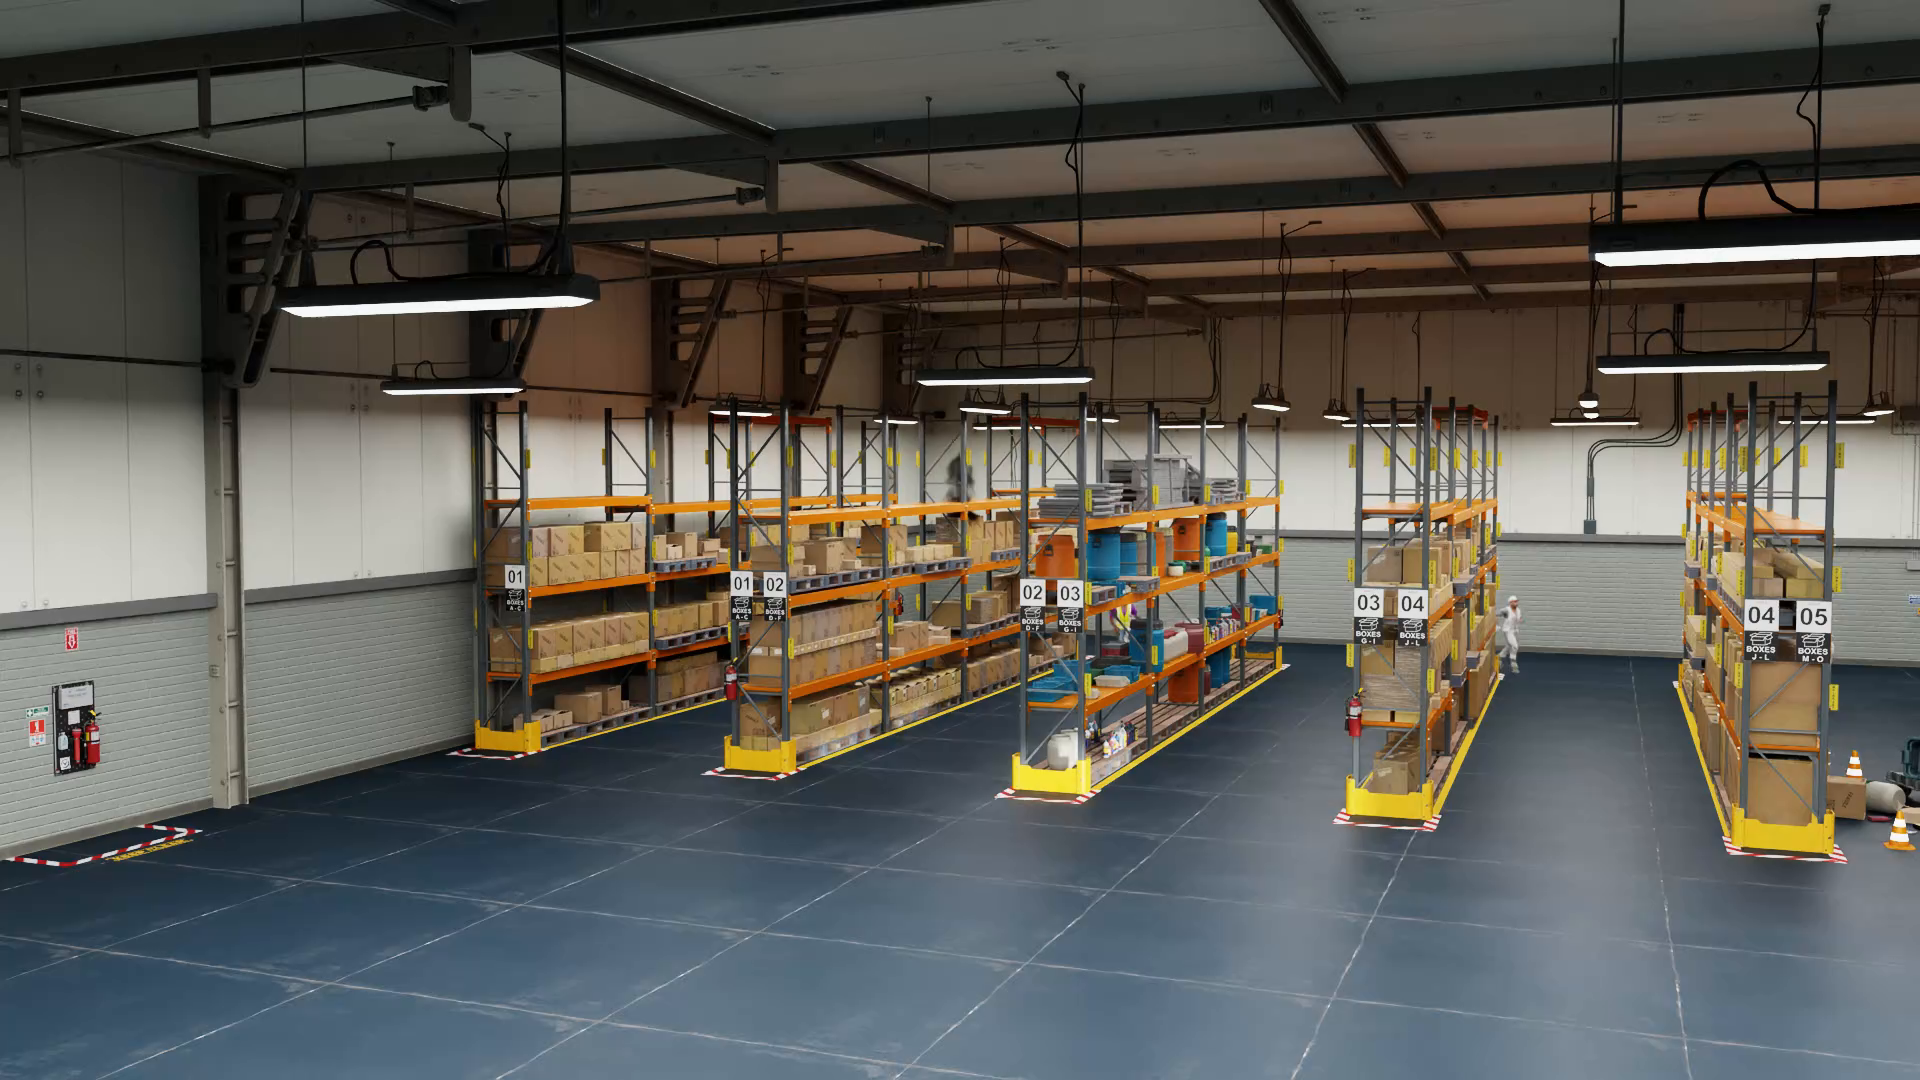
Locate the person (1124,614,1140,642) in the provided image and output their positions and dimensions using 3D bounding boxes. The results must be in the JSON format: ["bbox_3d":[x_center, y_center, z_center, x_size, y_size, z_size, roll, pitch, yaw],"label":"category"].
[{"bbox_3d":[3.747,2.433,36.090,0.609,1.655,0.563,2,3,33],"label":"person"}]

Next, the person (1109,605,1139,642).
[{"bbox_3d":[3.976,2.182,40.274,0.704,1.727,0.538,0,3,-1],"label":"person"}]

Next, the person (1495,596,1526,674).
[{"bbox_3d":[12.955,2.211,39.186,0.671,1.813,0.881,-2,3,-31],"label":"person"}]
